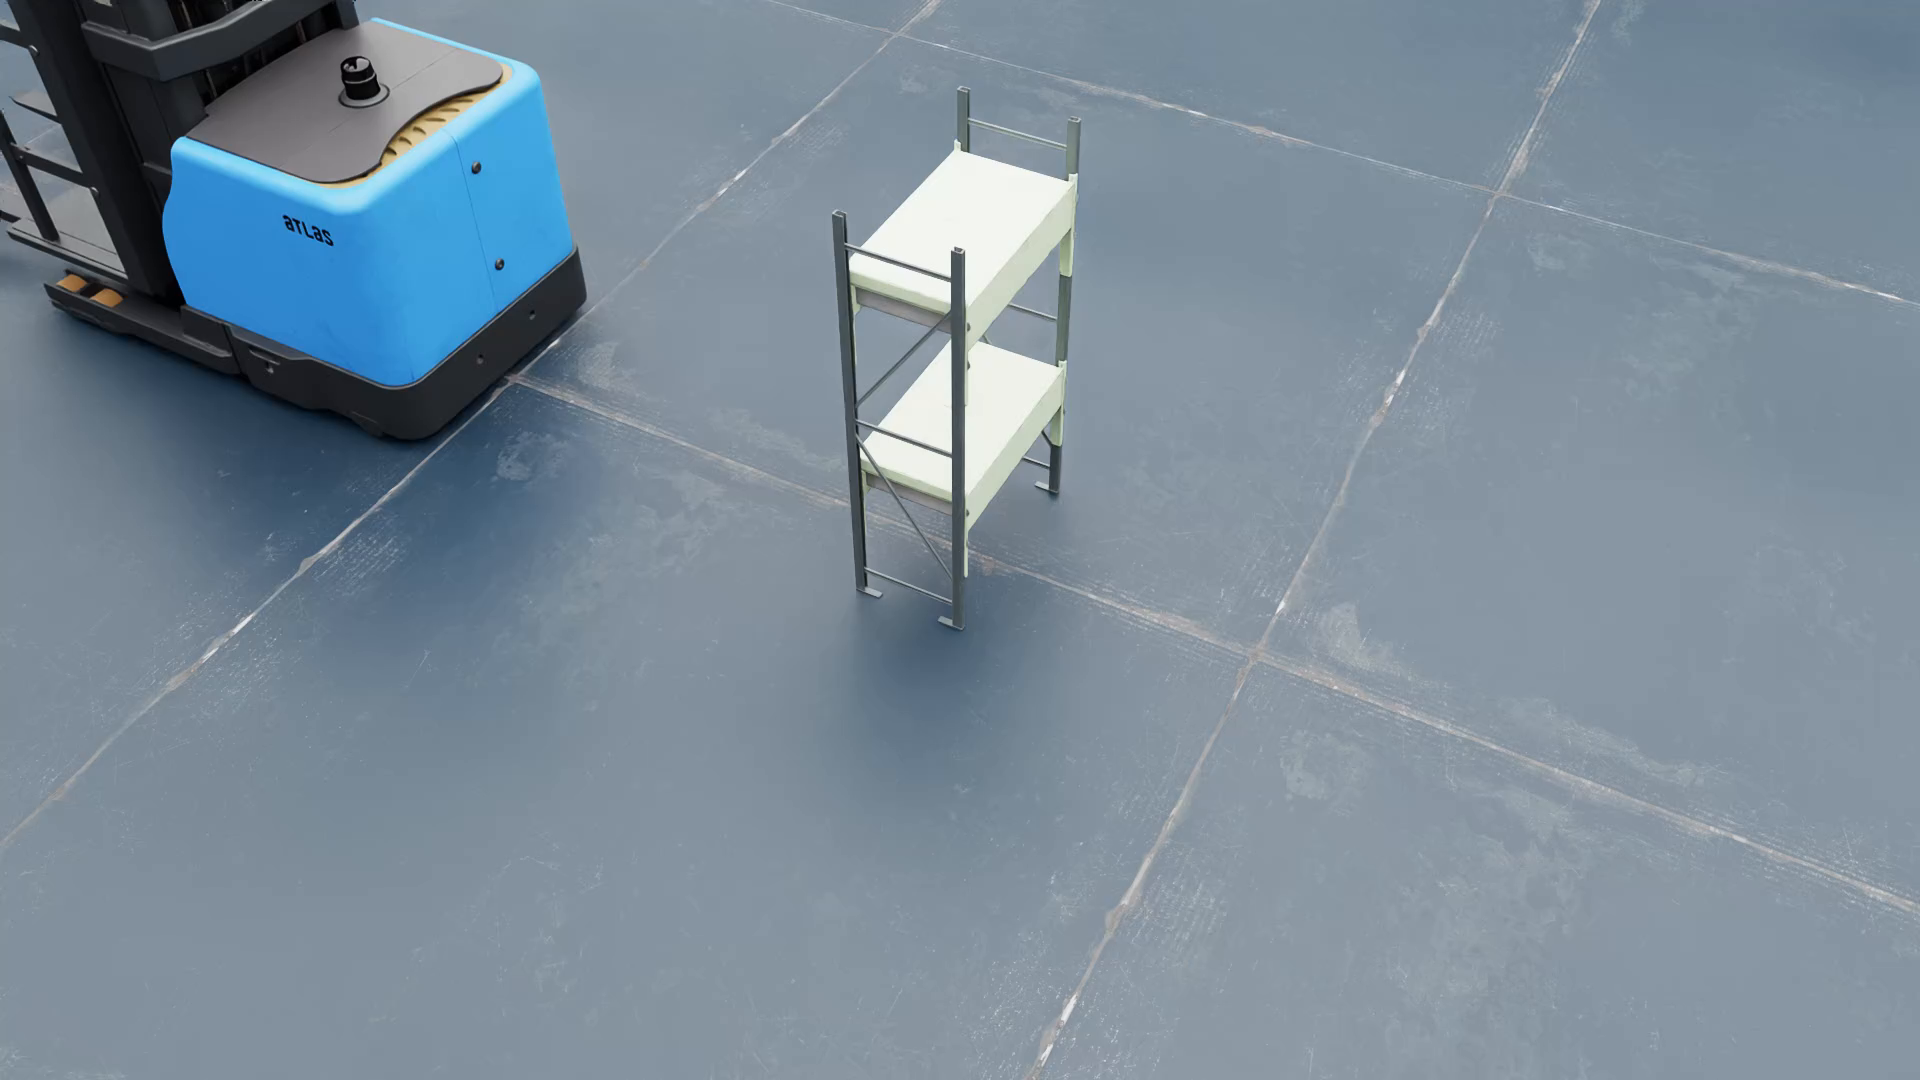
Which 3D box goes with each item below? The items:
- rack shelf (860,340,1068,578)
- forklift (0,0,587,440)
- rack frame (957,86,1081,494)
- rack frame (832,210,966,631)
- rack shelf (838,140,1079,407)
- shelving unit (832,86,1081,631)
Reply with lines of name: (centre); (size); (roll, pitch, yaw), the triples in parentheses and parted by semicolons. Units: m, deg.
rack shelf: (0.003, -0.302, 5.453); (0.431, 0.370, 0.720); (20, 49, 19)
forklift: (-3.023, -2.158, 5.822); (3.031, 2.935, 1.130); (21, 49, 20)
rack frame: (0.173, -0.762, 5.449); (0.400, 1.500, 0.023); (20, 49, 19)
rack frame: (-0.167, -0.301, 4.993); (0.400, 1.500, 0.023); (20, 49, 19)
rack shelf: (0.003, -0.806, 4.943); (0.431, 0.370, 0.720); (20, 49, 19)
shelving unit: (0.003, -0.531, 5.221); (0.431, 1.500, 0.755); (20, 49, 19)
